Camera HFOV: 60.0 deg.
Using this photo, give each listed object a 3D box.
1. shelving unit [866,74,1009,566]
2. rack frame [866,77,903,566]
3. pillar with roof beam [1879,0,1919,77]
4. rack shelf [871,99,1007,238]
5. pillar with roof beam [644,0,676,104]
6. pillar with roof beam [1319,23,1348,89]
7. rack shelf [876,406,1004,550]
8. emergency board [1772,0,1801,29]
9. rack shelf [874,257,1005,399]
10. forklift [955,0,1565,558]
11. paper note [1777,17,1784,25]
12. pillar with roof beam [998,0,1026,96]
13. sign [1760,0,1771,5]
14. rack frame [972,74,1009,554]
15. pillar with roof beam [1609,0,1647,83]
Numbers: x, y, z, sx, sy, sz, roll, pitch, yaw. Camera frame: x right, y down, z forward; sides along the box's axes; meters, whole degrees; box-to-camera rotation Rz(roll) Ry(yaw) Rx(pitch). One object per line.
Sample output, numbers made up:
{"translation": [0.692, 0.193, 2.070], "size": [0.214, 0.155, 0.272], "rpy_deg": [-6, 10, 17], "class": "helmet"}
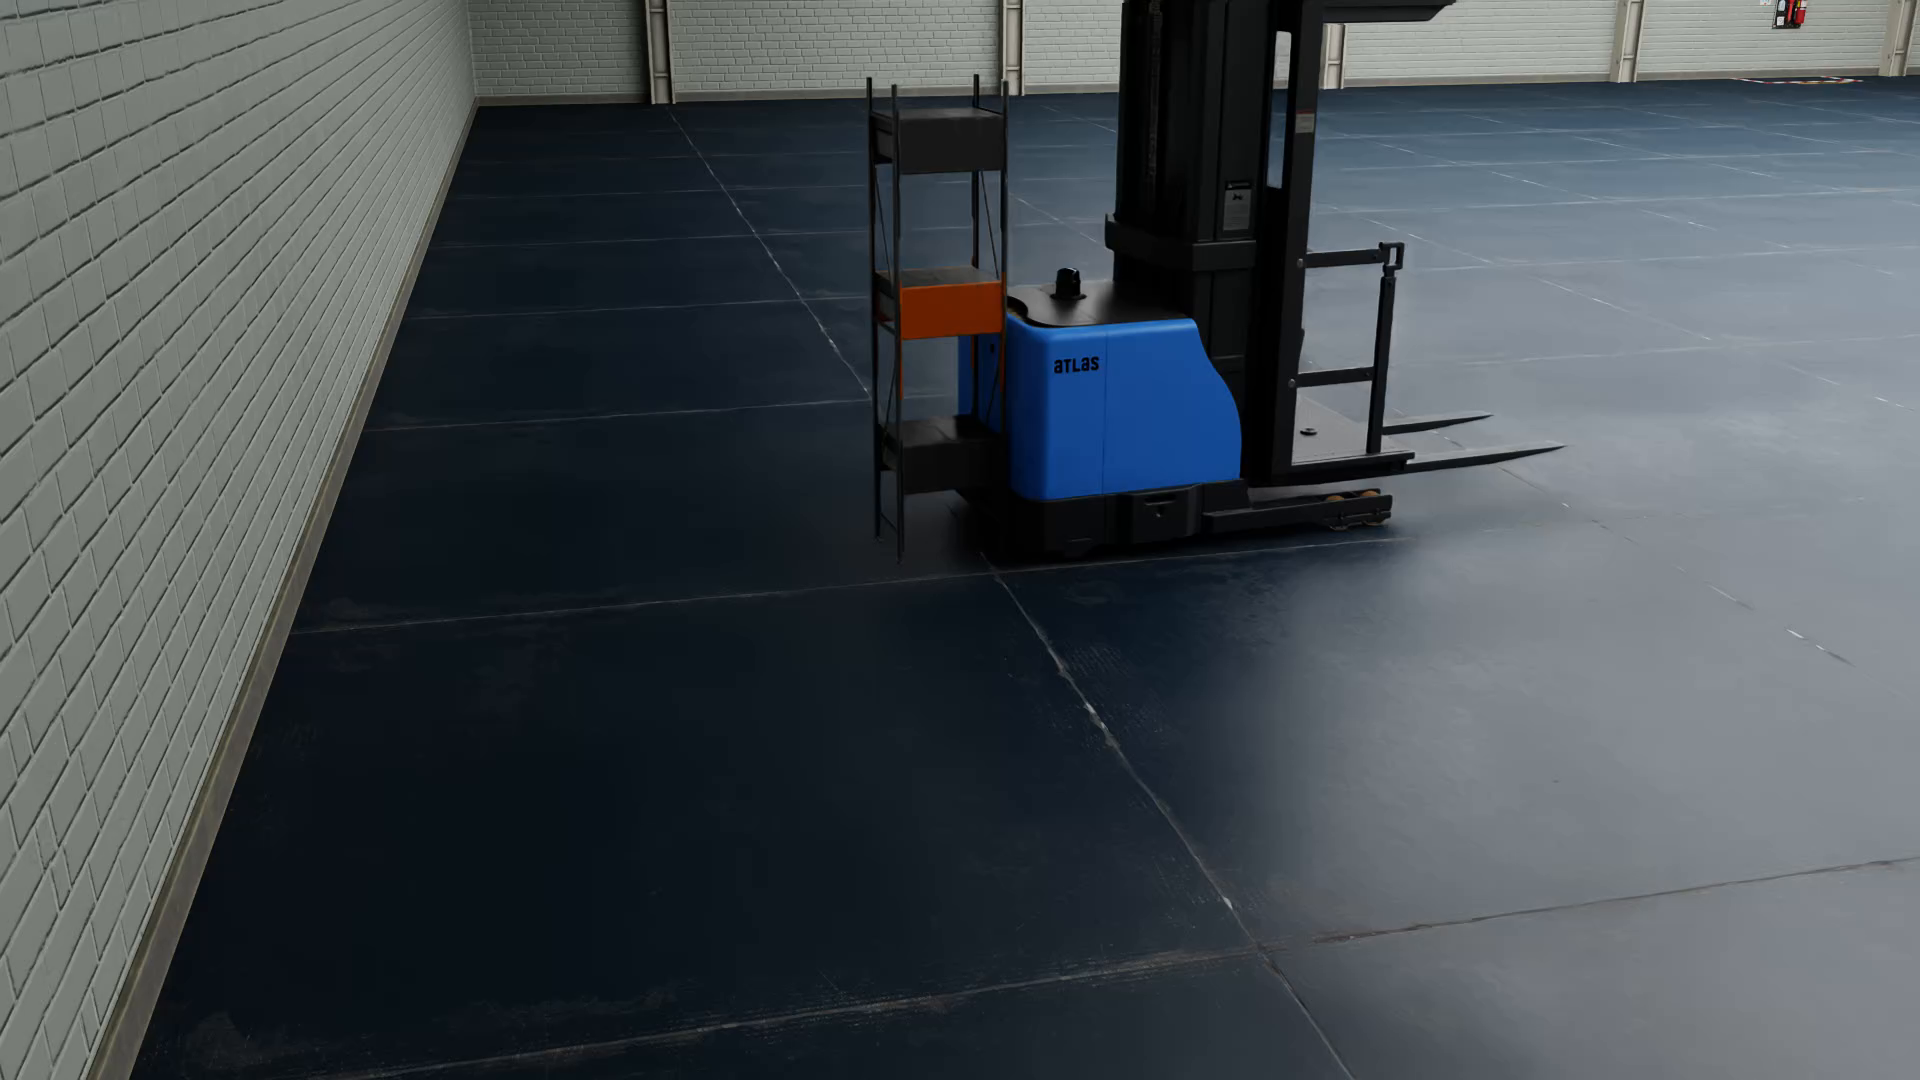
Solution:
{"translation": [-0.098, -0.961, 7.385], "size": [0.503, 2.100, 0.431], "rpy_deg": [-7, 21, -18], "class": "shelving unit"}
{"translation": [-0.328, -0.933, 7.309], "size": [0.015, 2.100, 0.400], "rpy_deg": [-7, 21, -18], "class": "rack frame"}
{"translation": [19.401, -11.962, 27.388], "size": [0.400, 9.000, 9.100], "rpy_deg": [-5, 21, -12], "class": "pillar with roof beam"}
{"translation": [-0.098, -1.605, 7.149], "size": [0.480, 0.518, 0.431], "rpy_deg": [-7, 21, -18], "class": "rack shelf"}
{"translation": [-3.955, -10.063, 22.202], "size": [0.400, 9.000, 9.100], "rpy_deg": [-5, 21, -12], "class": "pillar with roof beam"}
{"translation": [7.723, -11.013, 24.795], "size": [0.400, 9.000, 9.100], "rpy_deg": [-5, 21, -12], "class": "pillar with roof beam"}
{"translation": [-0.098, -0.291, 7.630], "size": [0.480, 0.518, 0.431], "rpy_deg": [-7, 21, -18], "class": "rack shelf"}
{"translation": [15.984, -10.409, 31.870], "size": [0.626, 1.169, 0.157], "rpy_deg": [-5, 21, -12], "class": "emergency board"}
{"translation": [-0.098, -0.948, 7.390], "size": [0.480, 0.518, 0.431], "rpy_deg": [-7, 21, -18], "class": "rack shelf"}
{"translation": [1.551, -1.584, 7.878], "size": [3.031, 2.935, 1.130], "rpy_deg": [-7, 21, -18], "class": "forklift"}
{"translation": [15.808, -9.999, 32.031], "size": [0.142, 0.148, 0.016], "rpy_deg": [-5, 21, -12], "class": "paper note"}
{"translation": [1.884, -10.538, 23.499], "size": [0.400, 9.000, 9.100], "rpy_deg": [-5, 21, -12], "class": "pillar with roof beam"}
{"translation": [15.435, -10.411, 31.823], "size": [0.234, 0.329, 0.001], "rpy_deg": [-5, 21, -12], "class": "sign"}
{"translation": [0.132, -0.989, 7.461], "size": [0.015, 2.100, 0.400], "rpy_deg": [-7, 21, -18], "class": "rack frame"}
{"translation": [13.562, -11.488, 26.092], "size": [0.400, 9.000, 9.100], "rpy_deg": [-5, 21, -12], "class": "pillar with roof beam"}
